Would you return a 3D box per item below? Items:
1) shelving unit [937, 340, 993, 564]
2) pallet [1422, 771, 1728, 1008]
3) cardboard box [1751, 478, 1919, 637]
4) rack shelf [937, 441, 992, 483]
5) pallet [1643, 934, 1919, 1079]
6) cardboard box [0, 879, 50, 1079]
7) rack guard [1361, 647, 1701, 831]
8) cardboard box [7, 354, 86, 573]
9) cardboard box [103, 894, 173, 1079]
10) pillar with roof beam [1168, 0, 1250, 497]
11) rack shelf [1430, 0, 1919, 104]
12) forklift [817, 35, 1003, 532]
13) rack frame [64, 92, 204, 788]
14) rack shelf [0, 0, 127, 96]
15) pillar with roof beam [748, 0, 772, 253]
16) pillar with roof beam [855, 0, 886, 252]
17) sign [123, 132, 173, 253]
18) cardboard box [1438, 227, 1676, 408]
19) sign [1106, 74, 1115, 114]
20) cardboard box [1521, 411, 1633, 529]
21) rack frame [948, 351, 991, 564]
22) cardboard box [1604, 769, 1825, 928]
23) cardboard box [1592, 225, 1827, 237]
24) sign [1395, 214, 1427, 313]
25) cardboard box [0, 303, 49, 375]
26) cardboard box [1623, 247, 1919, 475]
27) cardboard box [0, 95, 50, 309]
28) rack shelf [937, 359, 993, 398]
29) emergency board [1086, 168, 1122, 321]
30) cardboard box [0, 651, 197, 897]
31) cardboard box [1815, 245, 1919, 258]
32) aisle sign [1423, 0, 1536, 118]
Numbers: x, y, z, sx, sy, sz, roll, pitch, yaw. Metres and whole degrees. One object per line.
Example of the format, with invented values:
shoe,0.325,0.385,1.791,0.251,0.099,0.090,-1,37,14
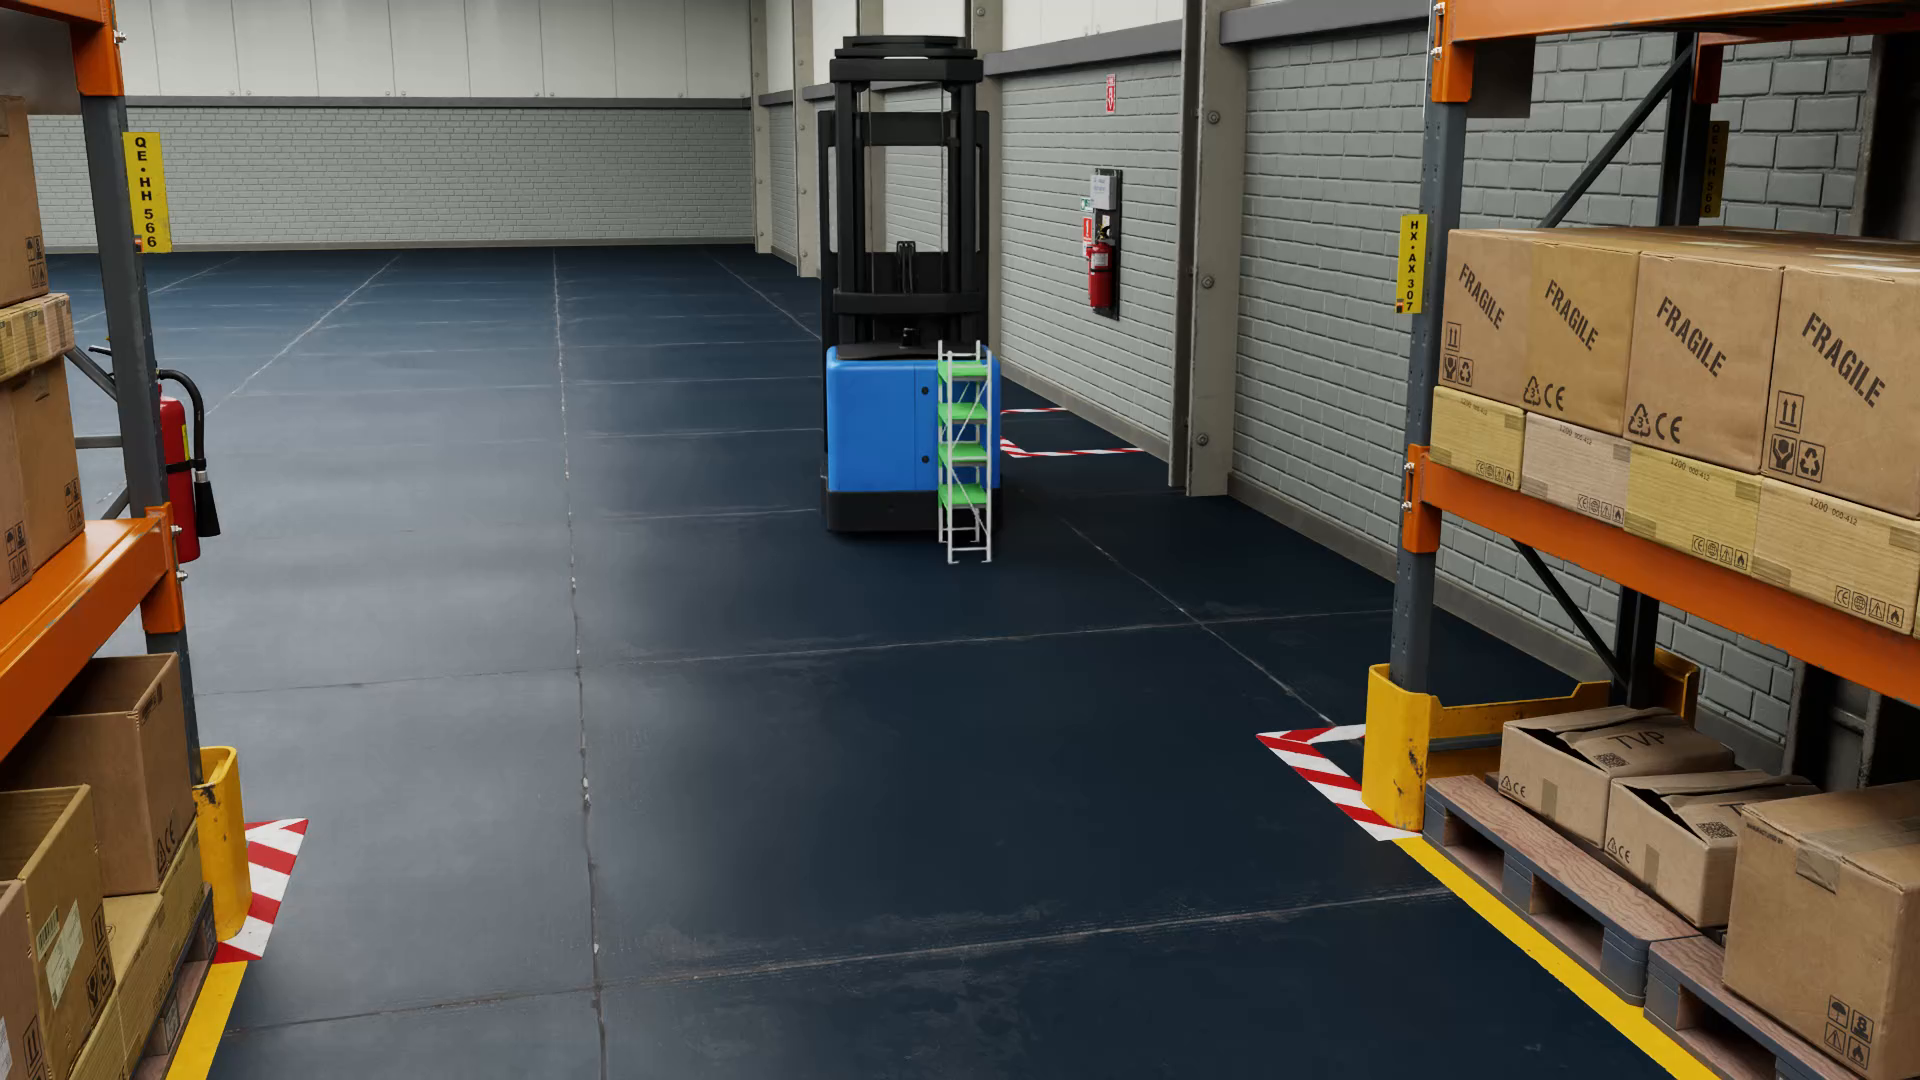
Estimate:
shelving unit,0.024,-0.510,9.485,0.258,1.200,0.503,-2,14,-7
pallet,2.212,1.031,5.264,1.003,0.211,1.213,-3,14,-13
cardboard box,2.210,0.016,3.814,0.500,0.250,0.500,-3,14,-13
rack shelf,0.024,-0.448,9.500,0.258,0.148,0.480,-2,14,-7
pallet,2.495,1.312,4.114,1.003,0.211,1.213,-3,14,-13
cardboard box,-1.996,0.966,2.982,0.500,0.500,0.500,-3,14,-13
rack guard,2.056,0.701,6.004,1.175,0.500,0.348,-3,14,-13
cardboard box,-2.679,-0.194,4.190,0.700,0.500,0.500,-3,14,-13
cardboard box,-2.234,1.100,4.014,0.500,0.250,0.500,-3,14,-13
pillar with roof beam,-2.551,-4.476,9.287,9.100,9.000,0.400,-3,14,-13
rack shelf,2.507,-1.177,3.620,1.077,0.370,4.000,-3,14,-13
forklift,-0.377,-1.767,10.982,1.130,2.935,3.031,-1,14,-4
rack frame,-2.777,-0.254,4.646,1.000,3.000,0.127,-3,14,-13
rack shelf,-2.307,-0.900,2.487,1.077,0.370,4.000,-3,14,-13
pillar with roof beam,-8.187,-10.013,31.950,9.100,9.000,0.400,-3,14,-13
pillar with roof beam,-5.369,-7.244,20.618,9.100,9.000,0.400,-3,14,-13
sign,-2.246,-0.958,4.591,0.100,0.325,0.005,-3,14,-13
cardboard box,1.858,-0.705,5.187,0.500,0.500,0.500,-3,14,-13
sign,1.186,-3.507,13.079,0.001,0.298,0.199,-3,14,-13
cardboard box,1.980,-0.218,4.775,0.500,0.250,0.500,-4,14,-15
rack frame,0.053,-0.452,9.249,0.240,1.200,0.015,-2,14,-7
cardboard box,2.247,0.858,4.834,0.500,0.311,0.500,-2,14,-9
cardboard box,2.355,-0.735,5.309,0.500,0.500,0.500,-3,14,-14
sign,1.510,-0.921,5.553,0.100,0.325,0.005,-3,14,-13
cardboard box,-2.439,-0.480,3.993,0.380,0.149,0.250,-3,14,-12
cardboard box,2.079,-0.471,4.228,0.500,0.500,0.500,-4,14,-15
cardboard box,-2.667,-0.812,3.986,0.700,0.500,0.500,-3,14,-13
rack shelf,0.024,-0.914,9.386,0.258,0.148,0.480,-2,14,-7
emergency board,1.091,-2.374,13.324,0.194,1.169,0.643,-3,14,-13
cardboard box,-2.361,0.621,4.395,0.500,0.500,0.500,-3,14,-13
cardboard box,2.589,-0.499,4.345,0.500,0.500,0.500,-4,14,-15
aisle sign,1.729,-1.794,5.471,0.394,0.787,0.004,-3,14,-13
